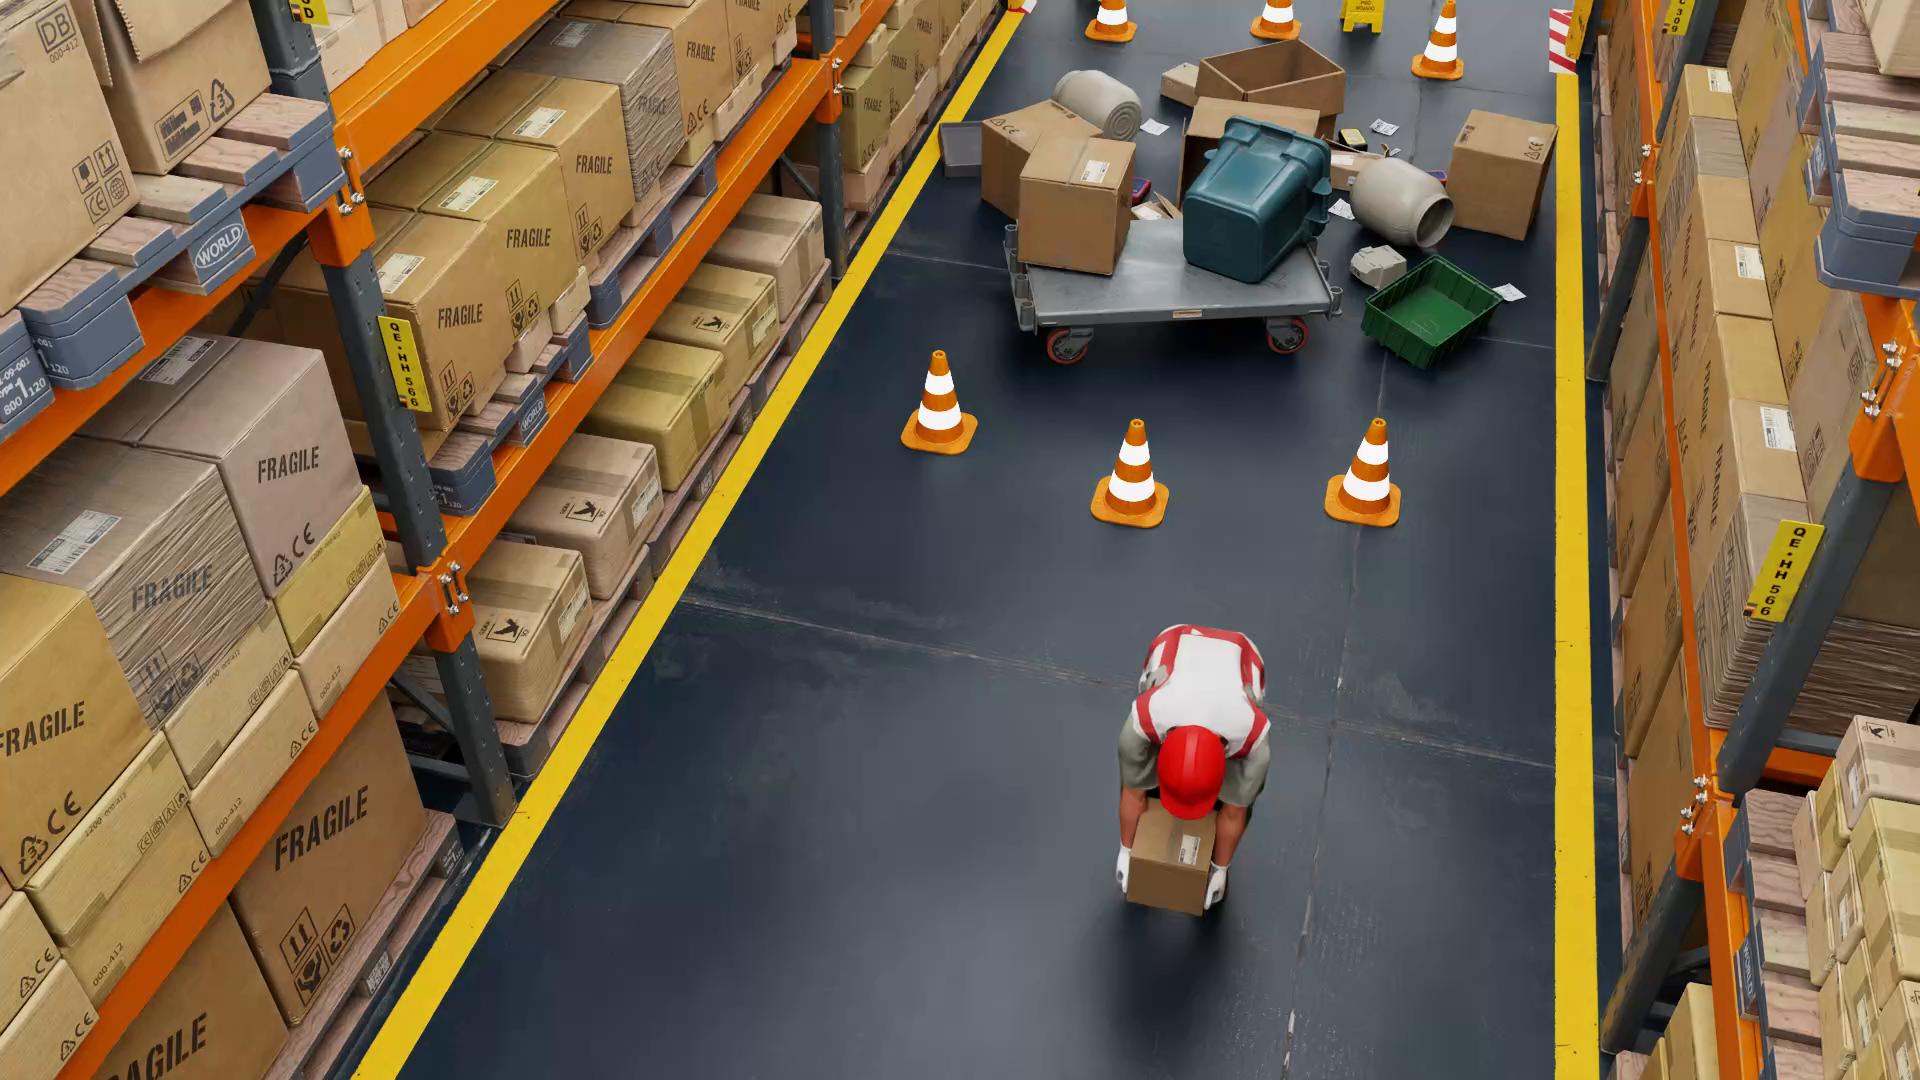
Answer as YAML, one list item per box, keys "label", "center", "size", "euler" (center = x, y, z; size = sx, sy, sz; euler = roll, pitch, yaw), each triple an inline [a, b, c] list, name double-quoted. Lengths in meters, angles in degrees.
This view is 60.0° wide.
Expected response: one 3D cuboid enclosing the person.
- label: "person"
  center: [0.770, 0.830, 5.611]
  size: [0.503, 1.213, 0.789]
  euler: [9, 41, 10]
